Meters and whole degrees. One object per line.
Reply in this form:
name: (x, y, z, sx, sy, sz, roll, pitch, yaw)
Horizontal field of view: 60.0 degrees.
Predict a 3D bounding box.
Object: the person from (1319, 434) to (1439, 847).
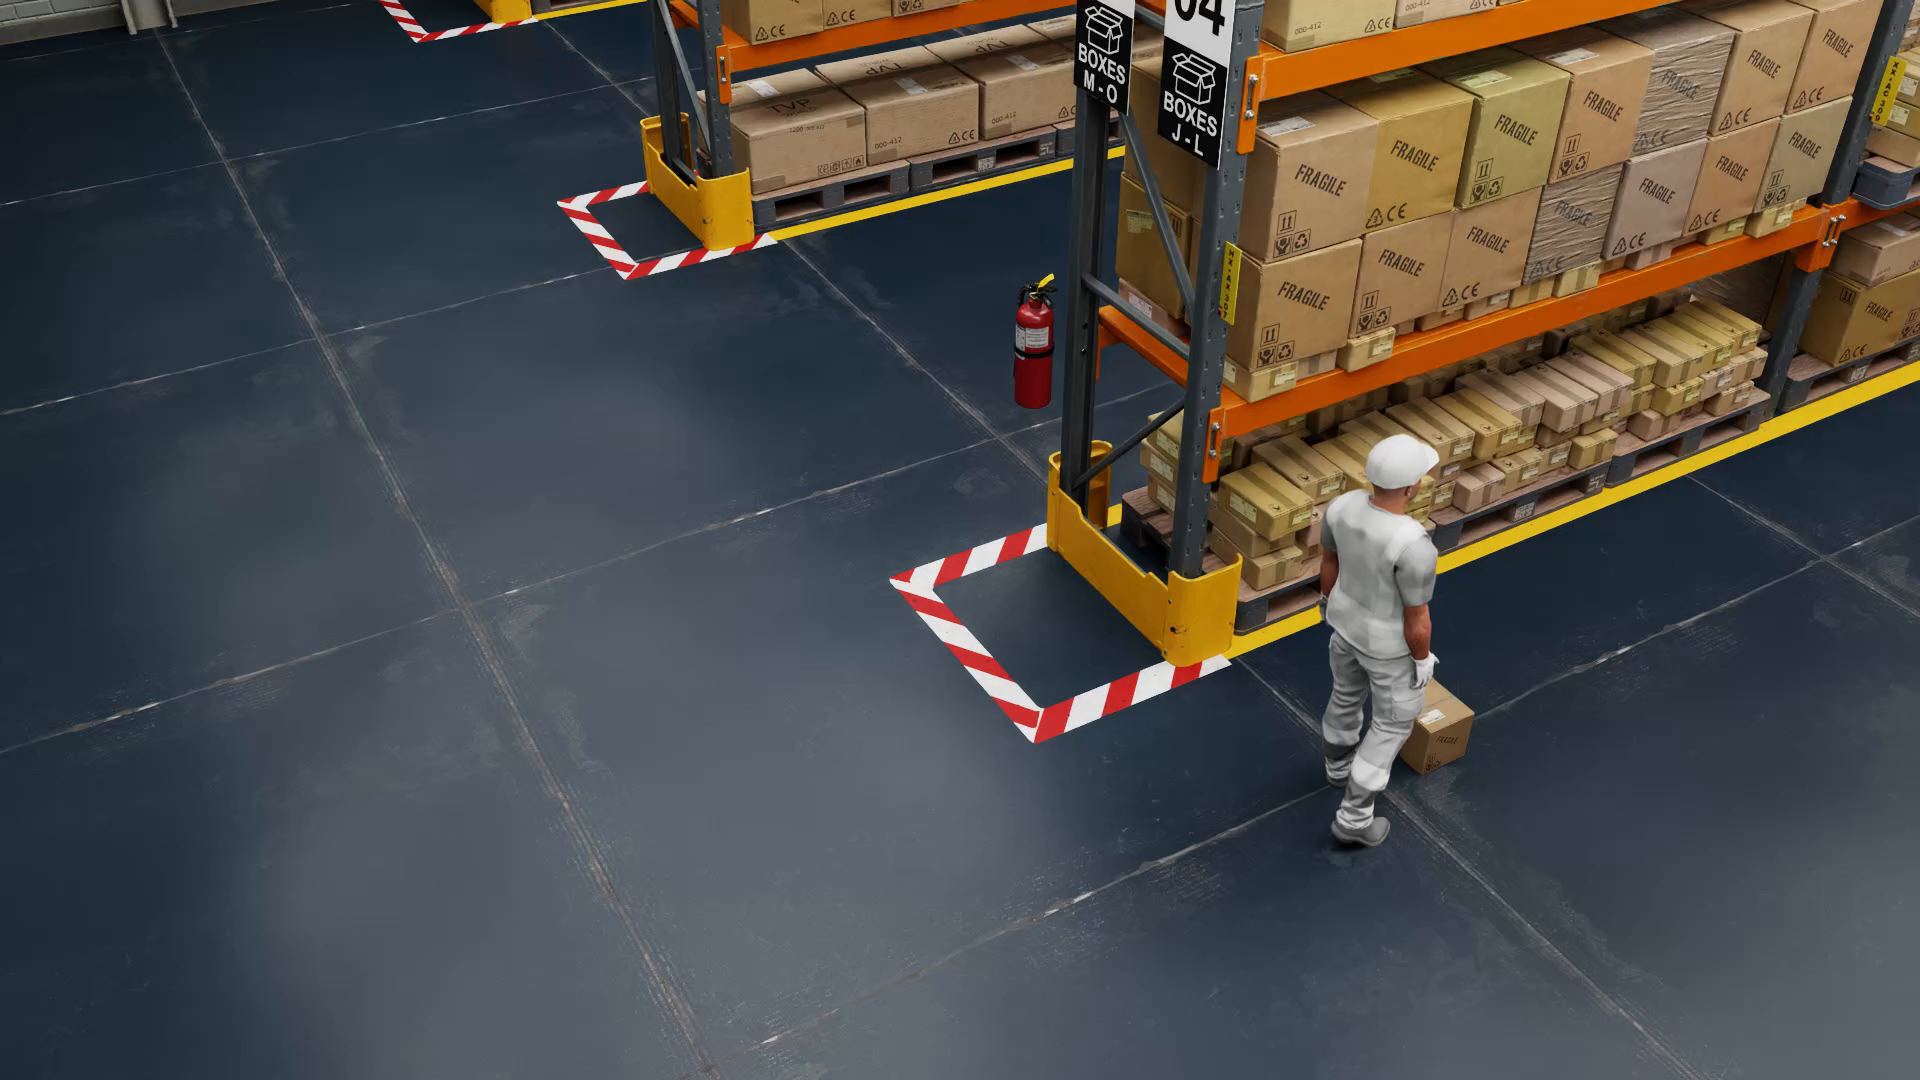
person: (1.617, 0.345, 6.443, 0.543, 1.807, 0.589, -20, 41, -25)
